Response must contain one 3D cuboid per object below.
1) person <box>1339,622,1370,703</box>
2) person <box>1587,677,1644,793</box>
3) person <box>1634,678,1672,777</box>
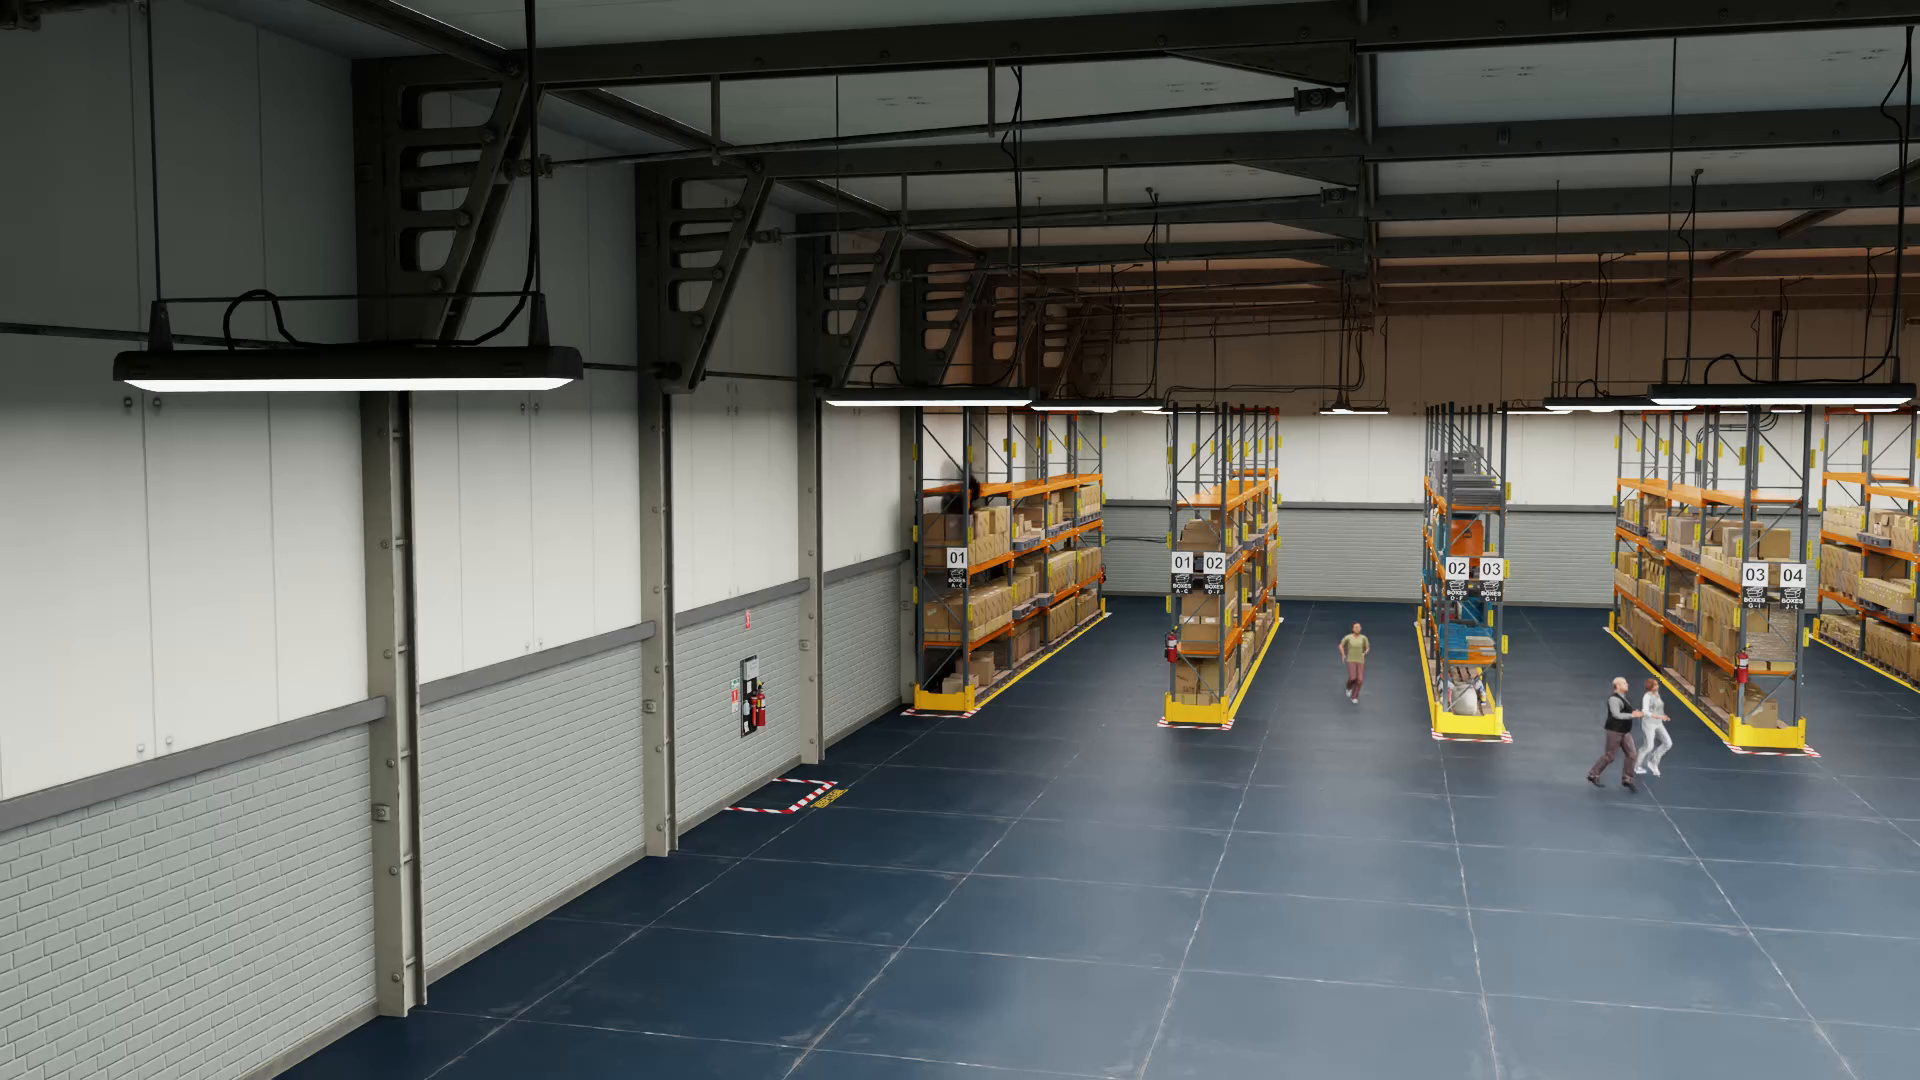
[{"bbox_3d":[7.923,2.451,33.293,0.581,1.630,0.540,0,4,1],"label":"person"},{"bbox_3d":[10.042,3.023,25.428,0.798,1.717,0.645,4,5,40],"label":"person"},{"bbox_3d":[11.023,2.975,26.477,0.539,1.583,0.629,-3,5,-39],"label":"person"}]
